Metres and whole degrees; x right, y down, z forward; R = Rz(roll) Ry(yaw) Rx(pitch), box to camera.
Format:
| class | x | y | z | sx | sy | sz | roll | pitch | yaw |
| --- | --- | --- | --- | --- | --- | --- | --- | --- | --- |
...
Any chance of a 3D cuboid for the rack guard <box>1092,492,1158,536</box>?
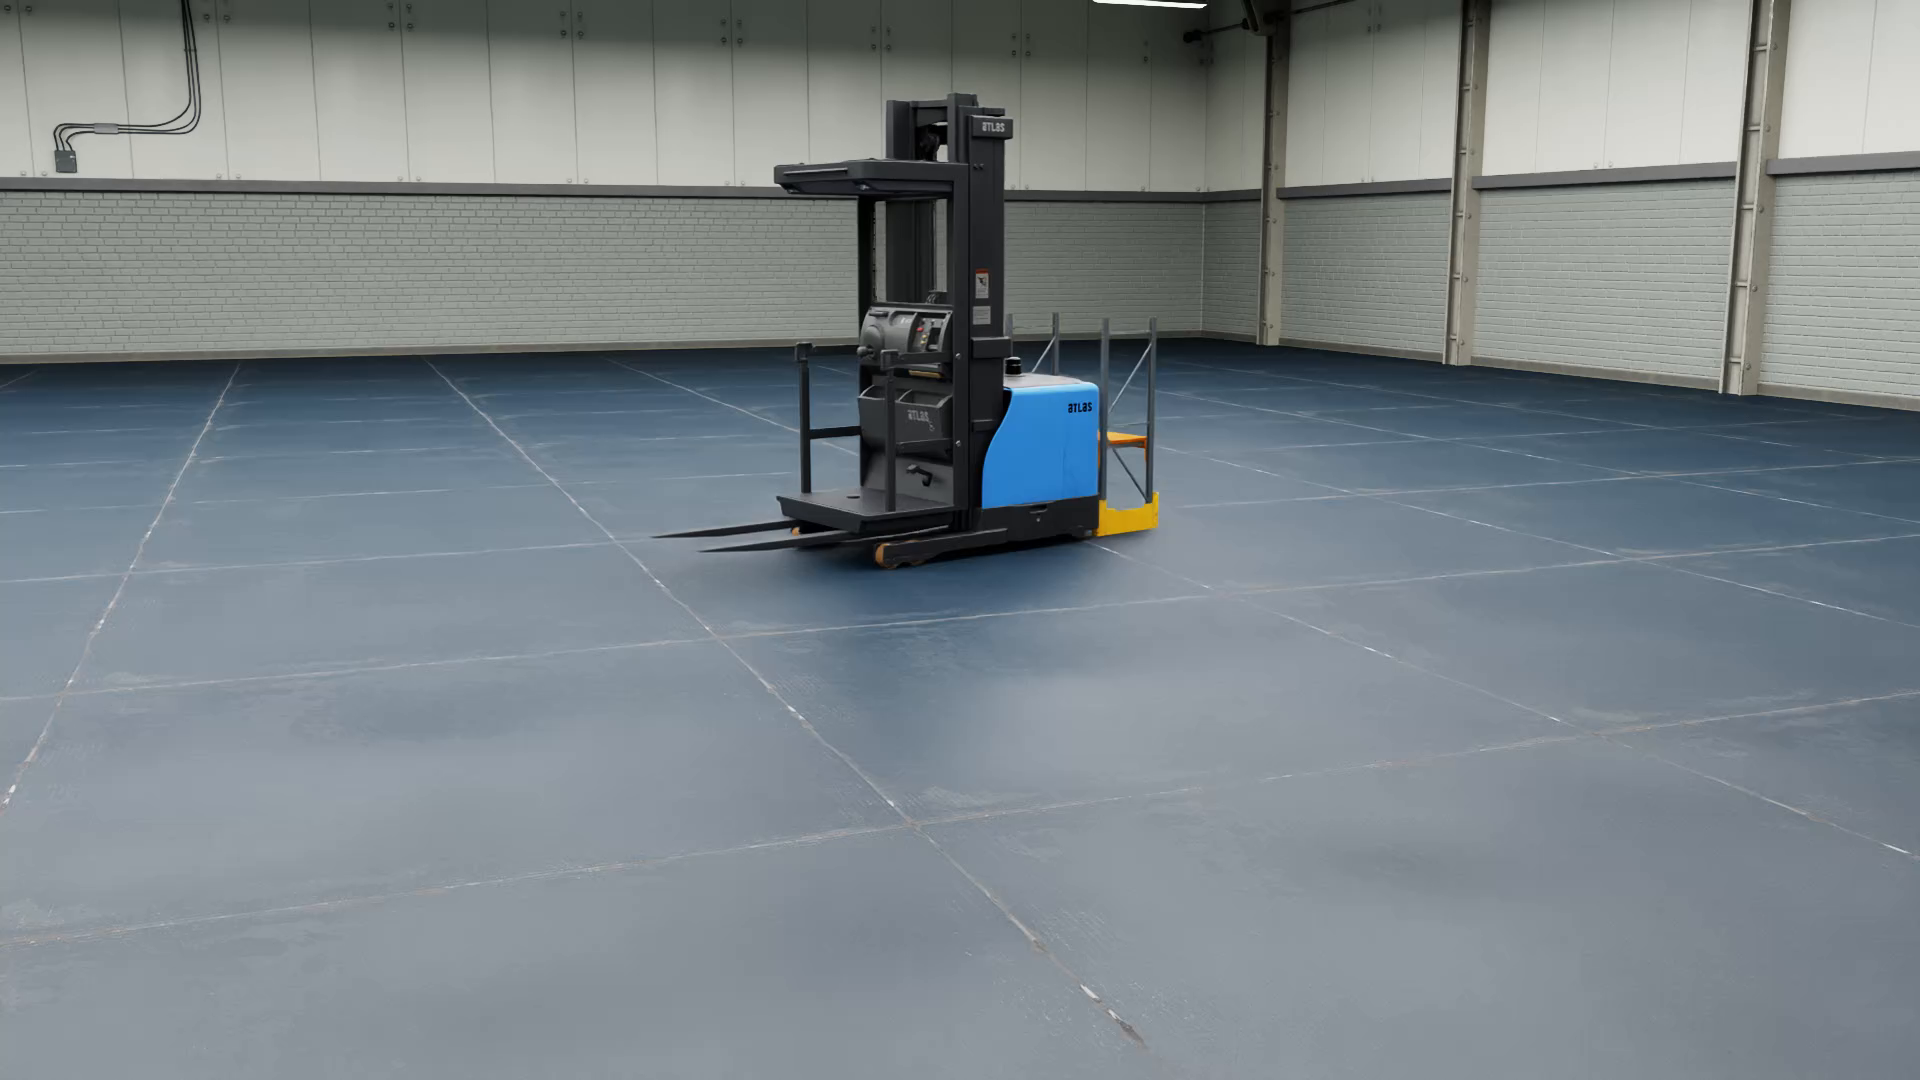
| class | x | y | z | sx | sy | sz | roll | pitch | yaw |
| --- | --- | --- | --- | --- | --- | --- | --- | --- | --- |
| rack guard | 1.170 | -0.186 | 11.748 | 0.587 | 0.250 | 0.087 | -8 | 13 | -38 |

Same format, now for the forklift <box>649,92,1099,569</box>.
| class | x | y | z | sx | sy | sz | roll | pitch | yaw |
| --- | --- | --- | --- | --- | --- | --- | --- | --- | --- |
| forklift | -0.522 | -1.365 | 10.724 | 3.031 | 2.935 | 1.130 | -8 | 13 | -37 |

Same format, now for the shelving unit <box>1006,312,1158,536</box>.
| class | x | y | z | sx | sy | sz | roll | pitch | yaw |
| --- | --- | --- | --- | --- | --- | --- | --- | --- | --- |
| shelving unit | 0.861 | -0.870 | 12.023 | 0.587 | 1.500 | 1.083 | -8 | 13 | -38 |

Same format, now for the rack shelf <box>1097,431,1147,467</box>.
| class | x | y | z | sx | sy | sz | roll | pitch | yaw |
| --- | --- | --- | --- | --- | --- | --- | --- | --- | --- |
| rack shelf | 0.855 | -0.694 | 12.061 | 0.538 | 0.185 | 1.000 | -8 | 13 | -38 |

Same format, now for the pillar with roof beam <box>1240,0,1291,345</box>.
| class | x | y | z | sx | sy | sz | roll | pitch | yaw |
| --- | --- | --- | --- | --- | --- | --- | --- | --- | --- |
| pillar with roof beam | 2.216 | -8.104 | 31.286 | 9.100 | 9.000 | 0.548 | -4 | 11 | -21 |

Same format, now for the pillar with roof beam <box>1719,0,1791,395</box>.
| class | x | y | z | sx | sy | sz | roll | pitch | yaw |
| --- | --- | --- | --- | --- | --- | --- | --- | --- | --- |
| pillar with roof beam | 6.565 | -6.146 | 20.275 | 9.100 | 9.000 | 0.400 | -4 | 11 | -21 |

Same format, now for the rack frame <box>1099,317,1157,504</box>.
| class | x | y | z | sx | sy | sz | roll | pitch | yaw |
| --- | --- | --- | --- | --- | --- | --- | --- | --- | --- |
| rack frame | 1.172 | -0.801 | 11.639 | 0.500 | 1.500 | 0.032 | -8 | 13 | -38 |

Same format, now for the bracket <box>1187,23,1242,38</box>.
| class | x | y | z | sx | sy | sz | roll | pitch | yaw |
| --- | --- | --- | --- | --- | --- | --- | --- | --- | --- |
| bracket | 5.103 | -10.485 | 34.394 | 0.076 | 0.066 | 3.189 | -4 | 11 | -21 |

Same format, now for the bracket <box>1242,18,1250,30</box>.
| class | x | y | z | sx | sy | sz | roll | pitch | yaw |
| --- | --- | --- | --- | --- | --- | --- | --- | --- | --- |
| bracket | 5.748 | -10.195 | 32.761 | 0.235 | 0.232 | 0.430 | -4 | 11 | -21 |

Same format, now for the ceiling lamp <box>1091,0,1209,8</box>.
| class | x | y | z | sx | sy | sz | roll | pitch | yaw |
| --- | --- | --- | --- | --- | --- | --- | --- | --- | --- |
| ceiling lamp | 3.006 | -10.306 | 26.996 | 2.000 | 3.185 | 0.800 | -4 | 11 | -21 |

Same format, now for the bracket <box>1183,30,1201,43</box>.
| class | x | y | z | sx | sy | sz | roll | pitch | yaw |
| --- | --- | --- | --- | --- | --- | --- | --- | --- | --- |
| bracket | 4.889 | -10.582 | 34.936 | 0.235 | 0.232 | 0.430 | -4 | 11 | -21 |

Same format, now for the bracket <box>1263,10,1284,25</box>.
| class | x | y | z | sx | sy | sz | roll | pitch | yaw |
| --- | --- | --- | --- | --- | --- | --- | --- | --- | --- |
| bracket | 6.048 | -10.060 | 32.000 | 0.235 | 0.232 | 0.430 | -4 | 11 | -21 |

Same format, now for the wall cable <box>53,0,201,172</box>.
| class | x | y | z | sx | sy | sz | roll | pitch | yaw |
| --- | --- | --- | --- | --- | --- | --- | --- | --- | --- |
| wall cable | -14.111 | -9.218 | 27.834 | 2.305 | 6.003 | 0.169 | -4 | 11 | -21 |

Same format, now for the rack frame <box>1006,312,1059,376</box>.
| class | x | y | z | sx | sy | sz | roll | pitch | yaw |
| --- | --- | --- | --- | --- | --- | --- | --- | --- | --- |
| rack frame | 0.538 | -0.940 | 12.421 | 0.500 | 1.500 | 0.032 | -8 | 13 | -38 |

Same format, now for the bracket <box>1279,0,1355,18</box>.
| class | x | y | z | sx | sy | sz | roll | pitch | yaw |
| --- | --- | --- | --- | --- | --- | --- | --- | --- | --- |
| bracket | 6.982 | -9.639 | 29.635 | 0.076 | 0.066 | 4.783 | -4 | 11 | -21 |

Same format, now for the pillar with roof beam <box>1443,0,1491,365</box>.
| class | x | y | z | sx | sy | sz | roll | pitch | yaw |
| --- | --- | --- | --- | --- | --- | --- | --- | --- | --- |
| pillar with roof beam | 4.391 | -7.125 | 25.781 | 9.100 | 9.000 | 0.400 | -4 | 11 | -21 |
